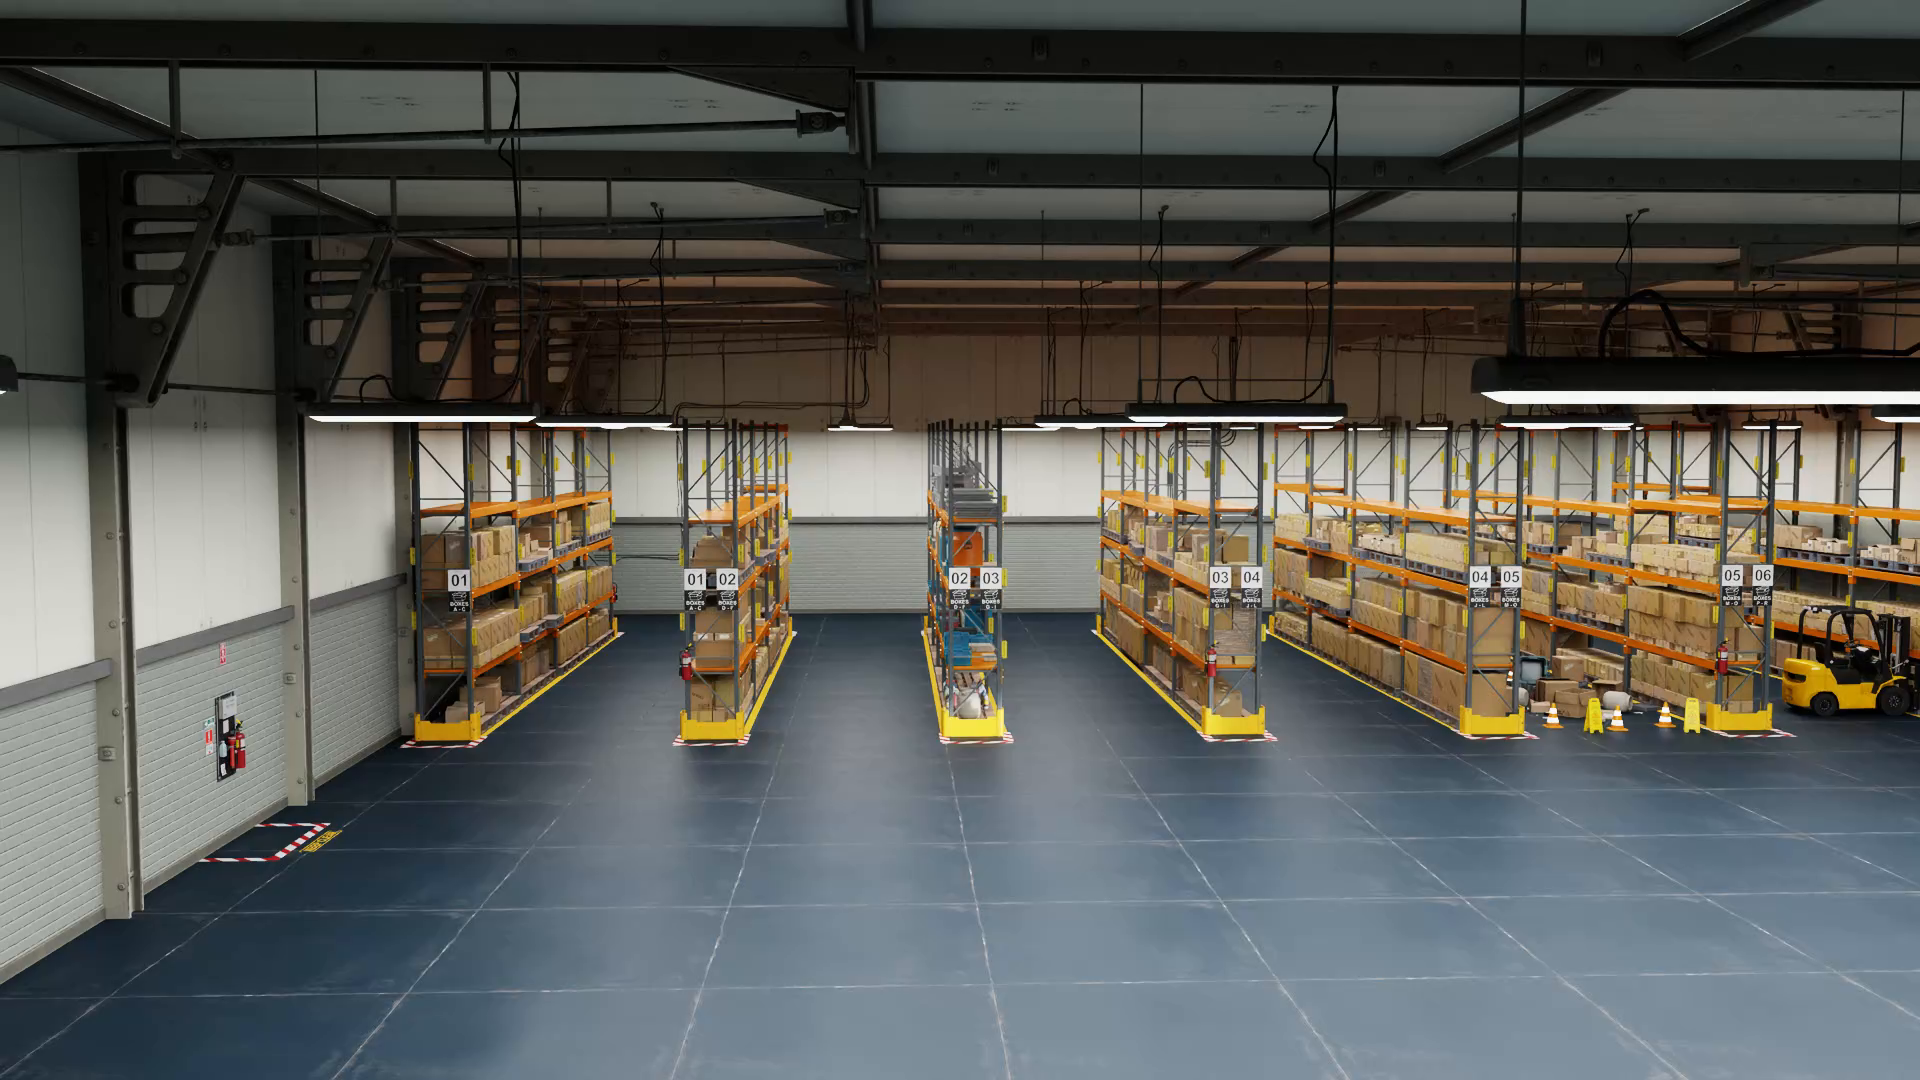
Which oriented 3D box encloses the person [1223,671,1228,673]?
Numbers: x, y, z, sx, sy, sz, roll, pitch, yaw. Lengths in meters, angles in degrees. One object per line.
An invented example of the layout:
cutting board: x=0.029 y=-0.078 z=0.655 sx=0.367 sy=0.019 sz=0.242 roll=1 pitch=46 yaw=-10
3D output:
person: x=6.479 y=2.337 z=40.220 sx=0.581 sy=1.702 sz=0.814 roll=0 pitch=4 yaw=0

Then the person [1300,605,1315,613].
person: x=10.173 y=1.713 z=48.816 sx=0.854 sy=1.760 sz=0.719 roll=3 pitch=5 yaw=43

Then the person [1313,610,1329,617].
person: x=10.639 y=1.738 z=49.116 sx=0.814 sy=1.775 sz=0.629 roll=0 pitch=4 yaw=-4

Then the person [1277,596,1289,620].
person: x=9.571 y=1.757 z=49.095 sx=0.892 sy=1.654 sz=0.581 roll=-2 pitch=4 yaw=-27
